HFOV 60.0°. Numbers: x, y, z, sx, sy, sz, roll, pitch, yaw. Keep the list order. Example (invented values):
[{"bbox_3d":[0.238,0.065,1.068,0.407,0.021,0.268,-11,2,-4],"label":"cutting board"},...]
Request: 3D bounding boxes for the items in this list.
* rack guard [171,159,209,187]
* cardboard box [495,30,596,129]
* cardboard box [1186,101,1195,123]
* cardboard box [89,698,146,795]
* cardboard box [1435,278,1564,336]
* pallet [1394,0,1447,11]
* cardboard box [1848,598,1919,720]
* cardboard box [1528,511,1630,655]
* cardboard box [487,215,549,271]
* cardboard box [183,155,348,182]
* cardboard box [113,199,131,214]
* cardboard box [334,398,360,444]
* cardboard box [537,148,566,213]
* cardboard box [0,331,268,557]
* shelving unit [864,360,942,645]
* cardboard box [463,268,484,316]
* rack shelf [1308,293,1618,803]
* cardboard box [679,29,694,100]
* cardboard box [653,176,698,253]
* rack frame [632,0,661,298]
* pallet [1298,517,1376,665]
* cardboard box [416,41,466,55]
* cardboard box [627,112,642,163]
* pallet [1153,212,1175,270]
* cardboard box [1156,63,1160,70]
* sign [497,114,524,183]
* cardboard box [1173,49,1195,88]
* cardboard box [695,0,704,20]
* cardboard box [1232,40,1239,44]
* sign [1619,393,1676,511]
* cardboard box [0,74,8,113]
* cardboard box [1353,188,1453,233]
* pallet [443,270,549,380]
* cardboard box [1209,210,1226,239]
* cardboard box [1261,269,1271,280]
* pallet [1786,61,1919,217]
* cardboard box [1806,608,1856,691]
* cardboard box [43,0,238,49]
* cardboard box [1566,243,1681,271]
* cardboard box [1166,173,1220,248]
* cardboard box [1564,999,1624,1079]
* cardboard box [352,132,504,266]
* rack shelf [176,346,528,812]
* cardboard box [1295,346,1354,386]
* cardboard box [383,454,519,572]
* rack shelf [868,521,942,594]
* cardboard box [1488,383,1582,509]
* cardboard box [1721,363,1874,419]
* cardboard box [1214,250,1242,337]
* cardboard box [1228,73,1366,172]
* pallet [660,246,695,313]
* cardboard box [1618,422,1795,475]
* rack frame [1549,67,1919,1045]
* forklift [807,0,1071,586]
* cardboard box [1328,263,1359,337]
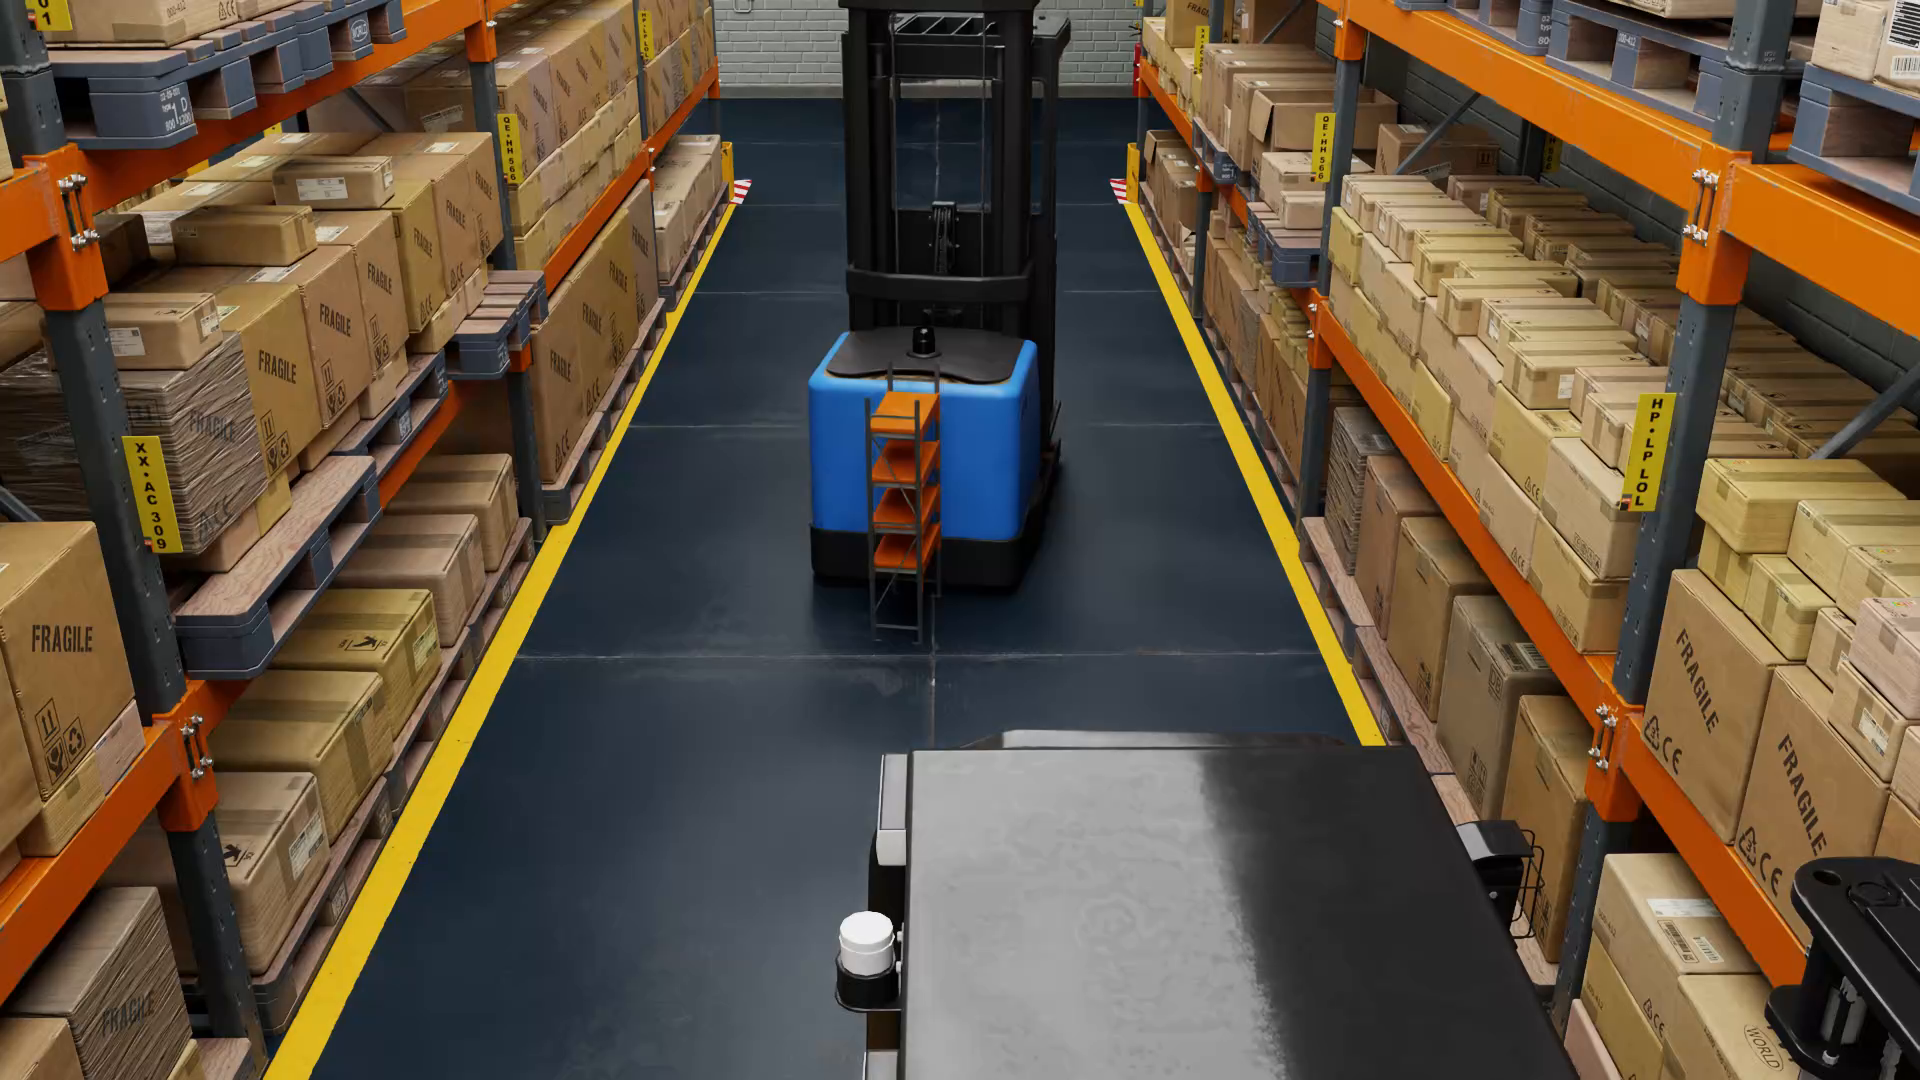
[{"bbox_3d":[-7.720,-3.427,15.720,1.175,0.500,0.348,0,24,-1],"label":"rack guard"},{"bbox_3d":[-2.453,-2.695,9.735,0.500,0.500,0.500,0,24,0],"label":"cardboard box"},{"bbox_3d":[1.928,-3.266,12.637,0.380,0.149,0.250,0,24,1],"label":"cardboard box"},{"bbox_3d":[-2.333,0.530,4.244,0.380,0.149,0.250,-1,24,-1],"label":"cardboard box"},{"bbox_3d":[1.973,-0.856,6.094,0.380,0.149,0.250,-1,24,-2],"label":"cardboard box"},{"bbox_3d":[2.376,-2.389,6.982,1.213,0.211,1.003,1,24,2],"label":"pallet"},{"bbox_3d":[2.034,0.235,3.320,0.380,0.149,0.250,0,24,1],"label":"cardboard box"},{"bbox_3d":[2.055,0.122,5.022,0.500,0.250,0.500,0,24,1],"label":"cardboard box"},{"bbox_3d":[-2.438,-1.499,8.606,0.500,0.250,0.500,-1,24,-1],"label":"cardboard box"},{"bbox_3d":[-2.898,-1.335,7.071,0.500,0.500,0.500,1,24,2],"label":"cardboard box"},{"bbox_3d":[-7.404,-2.852,14.366,0.380,0.149,0.250,-1,24,-3],"label":"cardboard box"},{"bbox_3d":[-2.366,-0.449,5.899,0.380,0.149,0.250,0,24,0],"label":"cardboard box"},{"bbox_3d":[-2.448,-1.947,8.989,0.500,0.250,0.500,0,24,1],"label":"cardboard box"},{"bbox_3d":[-2.359,-0.283,4.743,0.500,0.500,0.500,0,24,1],"label":"cardboard box"},{"bbox_3d":[-0.252,-0.170,7.659,0.258,1.200,0.503,4,26,9],"label":"shelving unit"},{"bbox_3d":[-2.323,-1.093,7.323,0.380,0.149,0.250,0,24,-1],"label":"cardboard box"},{"bbox_3d":[2.301,-0.236,6.505,1.077,0.370,4.000,0,24,-1],"label":"rack shelf"},{"bbox_3d":[-2.477,-3.877,13.561,0.500,0.500,0.500,0,24,1],"label":"cardboard box"},{"bbox_3d":[-2.638,-2.664,13.601,0.875,0.438,0.875,-1,24,-2],"label":"cardboard box"},{"bbox_3d":[-2.728,-3.012,11.771,1.000,3.000,0.127,0,24,-1],"label":"rack frame"},{"bbox_3d":[2.249,0.222,8.003,1.003,0.211,1.213,0,24,-1],"label":"pallet"},{"bbox_3d":[-2.964,-2.493,9.288,0.500,0.500,0.500,0,24,-1],"label":"cardboard box"},{"bbox_3d":[-2.471,-2.760,11.395,0.500,0.250,0.500,-1,24,-2],"label":"cardboard box"},{"bbox_3d":[2.212,-2.553,14.138,1.003,0.211,1.213,0,24,-1],"label":"pallet"},{"bbox_3d":[1.970,-4.329,14.986,0.380,0.149,0.250,0,24,1],"label":"cardboard box"},{"bbox_3d":[-2.142,-1.862,7.918,0.100,0.325,0.005,0,24,-1],"label":"sign"},{"bbox_3d":[1.973,-3.724,13.165,0.500,0.250,0.500,0,24,-1],"label":"cardboard box"},{"bbox_3d":[-2.493,-4.749,14.276,0.500,0.500,0.500,0,24,0],"label":"cardboard box"},{"bbox_3d":[2.472,-3.931,13.624,0.500,0.250,0.500,0,24,-1],"label":"cardboard box"},{"bbox_3d":[1.780,-0.225,4.298,0.100,0.325,0.005,0,24,-1],"label":"sign"},{"bbox_3d":[-2.367,-0.968,3.432,0.500,0.250,0.500,0,24,-1],"label":"cardboard box"},{"bbox_3d":[1.992,-1.487,7.488,0.380,0.149,0.250,0,24,1],"label":"cardboard box"},{"bbox_3d":[-2.570,-0.984,7.518,1.213,0.211,1.003,0,24,-1],"label":"pallet"},{"bbox_3d":[1.973,-2.235,11.789,0.380,0.149,0.250,1,24,2],"label":"cardboard box"},{"bbox_3d":[2.082,-1.586,10.354,0.380,0.149,0.250,0,24,0],"label":"cardboard box"},{"bbox_3d":[2.358,-0.715,3.158,1.003,0.211,1.213,0,24,-1],"label":"pallet"},{"bbox_3d":[2.098,0.266,3.614,0.380,0.149,0.250,0,24,-1],"label":"cardboard box"},{"bbox_3d":[-2.246,-1.448,4.345,0.500,0.250,0.500,-1,24,-2],"label":"cardboard box"},{"bbox_3d":[2.625,-1.070,6.568,0.380,0.149,0.250,-1,24,-1],"label":"cardboard box"},{"bbox_3d":[2.085,-2.704,13.613,0.700,0.500,0.500,-1,24,-3],"label":"cardboard box"},{"bbox_3d":[1.997,1.523,4.571,0.500,0.250,0.500,0,24,0],"label":"cardboard box"},{"bbox_3d":[-2.402,-1.551,7.546,0.500,0.500,0.500,-1,24,-2],"label":"cardboard box"},{"bbox_3d":[-2.663,-0.212,6.452,1.077,0.370,4.000,0,24,-1],"label":"rack shelf"},{"bbox_3d":[2.020,-0.938,8.921,0.380,0.149,0.250,-1,24,-3],"label":"cardboard box"},{"bbox_3d":[-2.688,-0.125,8.066,0.950,0.372,0.625,-2,24,-4],"label":"cardboard box"},{"bbox_3d":[-0.252,0.070,7.773,0.258,0.148,0.480,4,26,9],"label":"rack shelf"},{"bbox_3d":[2.049,-0.312,5.376,0.500,0.250,0.500,-1,24,-2],"label":"cardboard box"},{"bbox_3d":[2.581,-0.440,5.175,0.380,0.149,0.250,0,24,-1],"label":"cardboard box"},{"bbox_3d":[2.031,-1.669,11.324,0.500,0.500,0.500,-1,24,-1],"label":"cardboard box"},{"bbox_3d":[2.031,-2.536,10.086,0.700,0.500,0.500,0,24,-1],"label":"cardboard box"},{"bbox_3d":[-2.658,-2.056,13.039,1.003,0.211,1.213,0,24,-1],"label":"pallet"},{"bbox_3d":[2.097,-0.221,4.689,0.380,0.149,0.250,1,24,1],"label":"cardboard box"},{"bbox_3d":[2.322,0.260,4.535,1.000,3.000,0.127,0,24,-1],"label":"rack frame"},{"bbox_3d":[-0.013,-1.687,8.924,1.130,2.935,3.031,3,25,8],"label":"forklift"},{"bbox_3d":[2.039,-1.136,7.803,0.500,0.250,0.500,0,24,0],"label":"cardboard box"}]
